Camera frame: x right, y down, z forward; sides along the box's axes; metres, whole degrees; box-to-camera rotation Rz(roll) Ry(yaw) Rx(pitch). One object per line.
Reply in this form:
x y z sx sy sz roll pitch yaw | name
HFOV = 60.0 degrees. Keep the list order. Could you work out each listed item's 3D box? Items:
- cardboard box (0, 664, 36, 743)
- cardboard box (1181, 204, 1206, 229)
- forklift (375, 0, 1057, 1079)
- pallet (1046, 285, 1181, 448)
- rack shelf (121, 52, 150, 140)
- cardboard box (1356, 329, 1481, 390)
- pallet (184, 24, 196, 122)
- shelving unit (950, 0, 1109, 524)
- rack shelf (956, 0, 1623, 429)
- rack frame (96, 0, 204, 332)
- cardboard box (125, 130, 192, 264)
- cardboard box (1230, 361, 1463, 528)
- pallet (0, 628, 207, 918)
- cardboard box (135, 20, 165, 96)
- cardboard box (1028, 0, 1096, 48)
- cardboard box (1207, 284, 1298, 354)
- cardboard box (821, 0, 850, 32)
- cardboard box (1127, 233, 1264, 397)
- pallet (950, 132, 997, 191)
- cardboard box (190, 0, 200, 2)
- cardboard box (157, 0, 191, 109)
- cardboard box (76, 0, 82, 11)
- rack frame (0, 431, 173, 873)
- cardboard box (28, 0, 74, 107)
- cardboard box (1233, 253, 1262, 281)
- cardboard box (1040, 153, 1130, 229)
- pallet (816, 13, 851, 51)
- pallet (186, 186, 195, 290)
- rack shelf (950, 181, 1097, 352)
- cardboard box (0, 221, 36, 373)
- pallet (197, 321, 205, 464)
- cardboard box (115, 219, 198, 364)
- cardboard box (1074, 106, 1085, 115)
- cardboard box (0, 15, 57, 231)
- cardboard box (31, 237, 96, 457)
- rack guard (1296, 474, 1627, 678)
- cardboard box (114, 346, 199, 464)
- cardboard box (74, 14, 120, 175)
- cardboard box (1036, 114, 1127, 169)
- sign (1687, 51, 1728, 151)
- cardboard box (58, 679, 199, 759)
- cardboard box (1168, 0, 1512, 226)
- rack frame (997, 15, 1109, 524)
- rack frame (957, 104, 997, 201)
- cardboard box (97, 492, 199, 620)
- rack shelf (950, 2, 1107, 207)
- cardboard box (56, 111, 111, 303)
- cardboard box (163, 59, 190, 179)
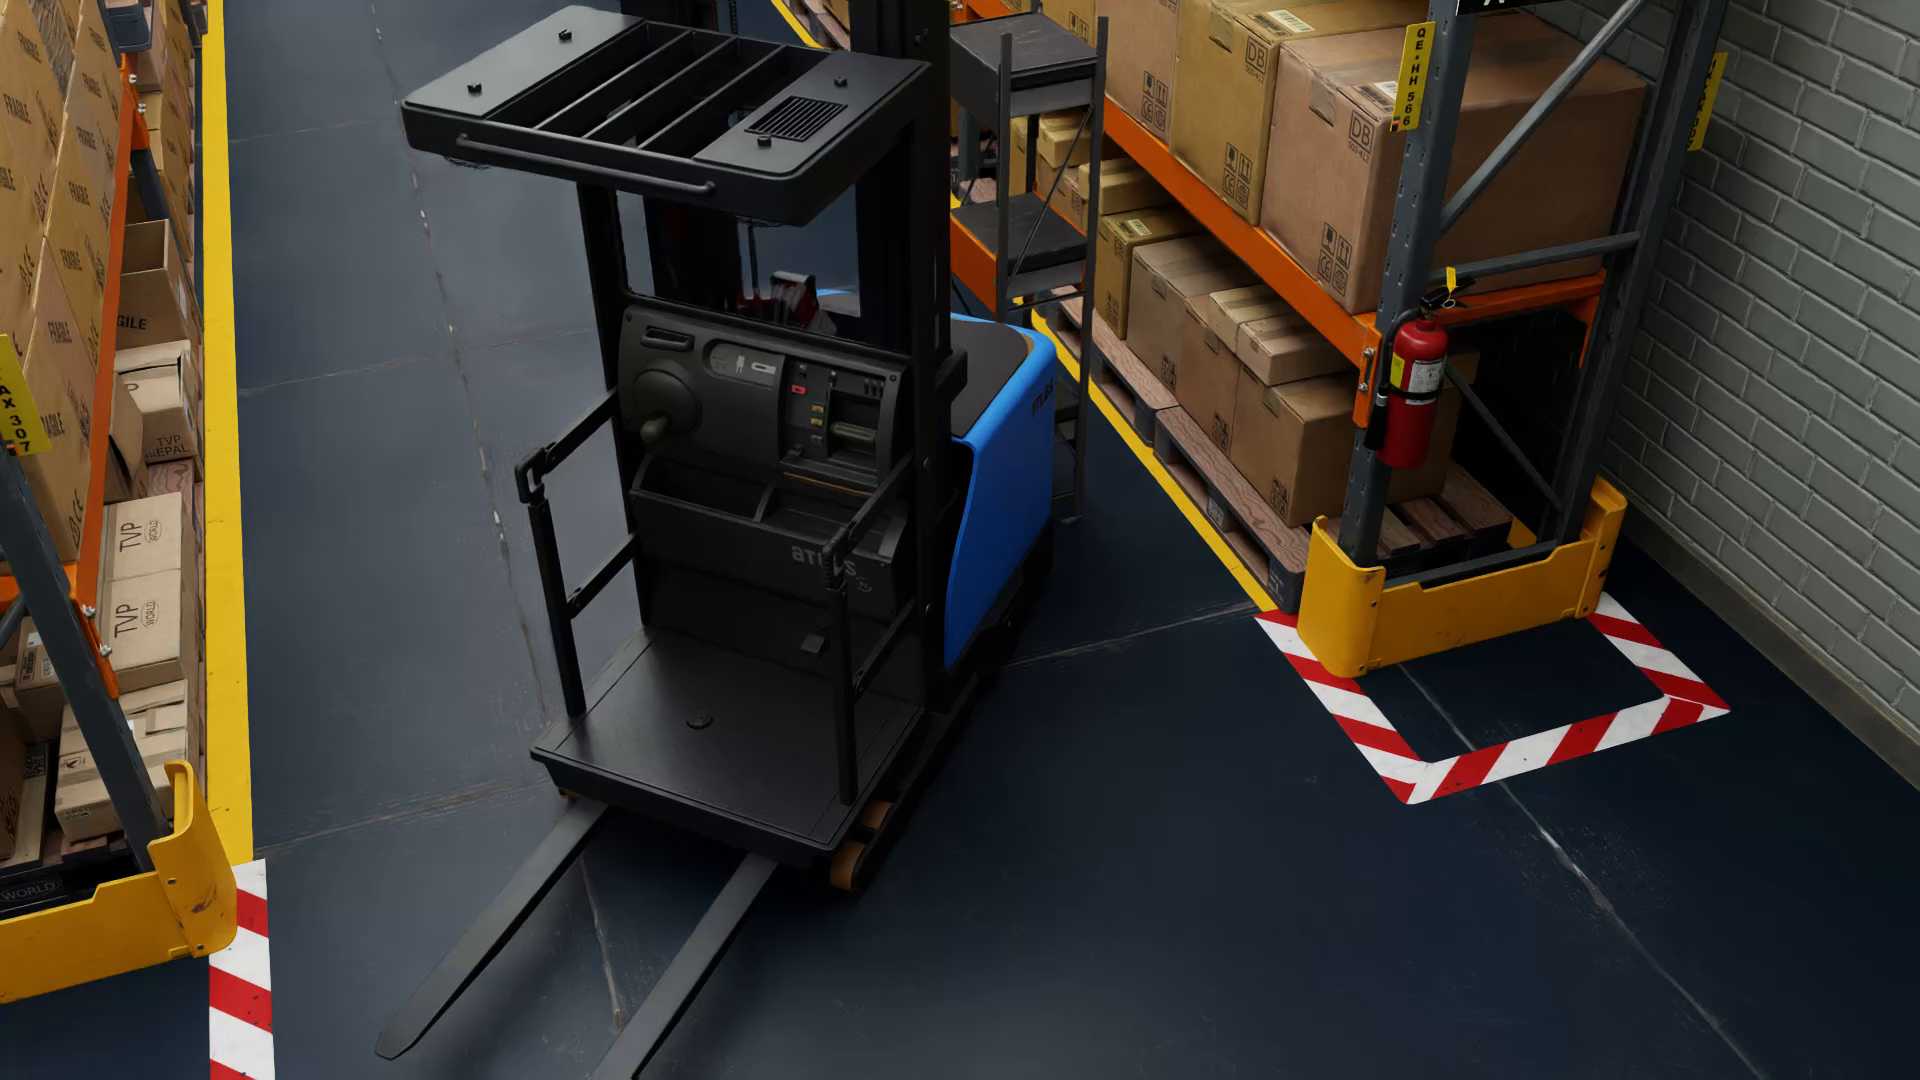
-3.269 0.568 5.492 0.380 0.166 0.250 -12 39 -16 | cardboard box
1.225 -1.545 7.497 0.380 0.149 0.250 -13 39 -17 | cardboard box
-0.688 -0.353 4.782 1.130 2.935 3.031 15 39 18 | forklift
1.089 -0.922 7.798 1.003 0.211 1.213 -12 39 -16 | pallet
-4.861 -2.986 8.820 1.077 0.370 4.000 -12 39 -16 | rack shelf
1.750 -0.686 6.357 0.380 0.149 0.250 -12 39 -16 | cardboard box
-5.328 -2.860 10.372 1.003 0.211 1.213 -12 39 -16 | pallet
0.213 -1.012 6.348 0.431 2.100 0.503 -16 40 -20 | shelving unit
1.165 -1.755 7.184 1.077 0.370 4.000 -12 39 -16 | rack shelf
-4.173 -2.144 7.103 1.000 3.000 0.127 -12 39 -16 | rack frame
-4.110 -1.645 8.153 0.500 0.500 0.500 -14 39 -18 | cardboard box
1.519 -0.456 6.591 0.700 0.500 0.500 -12 39 -16 | cardboard box
-3.098 0.736 5.597 1.003 0.211 1.213 -12 39 -16 | pallet
-4.455 -2.509 8.677 0.500 0.250 0.500 -12 39 -16 | cardboard box
0.895 -2.568 7.417 0.980 0.700 0.700 -13 39 -17 | cardboard box
1.215 -0.894 6.634 0.380 0.149 0.250 -11 38 -15 | cardboard box
-0.474 -3.802 10.742 0.750 0.750 0.750 -13 39 -16 | cardboard box
1.173 -1.023 7.343 0.700 0.500 0.500 -14 39 -17 | cardboard box
0.141 -2.478 9.865 1.003 0.211 1.213 -12 39 -16 | pallet
-5.454 -3.830 11.278 0.500 0.250 0.500 -13 39 -16 | cardboard box
-4.829 -2.809 9.698 0.500 0.500 0.500 -14 39 -18 | cardboard box
-3.756 -2.351 6.464 0.500 0.500 0.500 -12 39 -16 | cardboard box
-2.796 0.116 4.103 1.000 3.000 0.127 -12 39 -16 | rack frame
-3.404 -1.778 5.703 0.500 0.500 0.500 -12 39 -16 | cardboard box
1.401 -1.257 7.115 0.380 0.149 0.250 -12 39 -15 | cardboard box
0.808 -1.613 8.127 0.700 0.500 0.500 -13 39 -16 | cardboard box
-0.283 -3.169 10.781 1.003 0.211 1.213 -12 39 -16 | pallet
-4.488 -1.482 8.542 1.003 0.211 1.213 -12 39 -16 | pallet
0.213 -1.001 6.356 0.431 0.518 0.480 -16 40 -20 | rack shelf
-2.701 -0.629 4.178 0.500 0.500 0.500 -11 38 -15 | cardboard box
-3.937 -0.642 7.427 1.003 0.211 1.213 -12 39 -16 | pallet
-3.710 -1.058 7.374 0.500 0.500 0.500 -12 39 -16 | cardboard box
0.775 -2.279 8.472 0.380 0.149 0.250 -13 39 -16 | cardboard box
-3.056 -1.206 4.944 0.500 0.500 0.500 -12 39 -15 | cardboard box
-2.884 -0.520 4.864 0.500 0.500 0.500 -13 39 -16 | cardboard box
1.862 0.100 6.202 1.175 0.500 0.348 -12 39 -16 | rack guard
-3.452 -0.559 6.868 0.500 0.311 0.500 -12 39 -16 | cardboard box
-3.581 -1.664 6.383 0.500 0.500 0.500 -11 38 -15 | cardboard box
0.585 -1.925 8.002 0.380 0.149 0.250 -11 38 -14 | cardboard box
2.377 -1.401 5.332 0.100 0.325 0.005 -12 39 -16 | sign
-2.704 0.623 5.419 0.380 0.166 0.250 -12 39 -16 | cardboard box
1.408 -1.727 6.300 0.980 0.700 0.700 -13 39 -16 | cardboard box
0.318 -0.879 6.172 0.400 2.100 0.015 -16 40 -20 | rack frame
0.477 -3.172 8.468 1.000 3.000 0.127 -12 39 -16 | rack frame
-3.061 0.107 6.034 0.500 0.250 0.500 -12 39 -16 | cardboard box
0.213 -1.560 5.935 0.431 0.518 0.480 -16 40 -20 | rack shelf
-3.224 -1.087 5.617 0.500 0.500 0.500 -12 39 -15 | cardboard box
-4.469 -2.228 8.927 0.500 0.500 0.500 -12 39 -15 | cardboard box
